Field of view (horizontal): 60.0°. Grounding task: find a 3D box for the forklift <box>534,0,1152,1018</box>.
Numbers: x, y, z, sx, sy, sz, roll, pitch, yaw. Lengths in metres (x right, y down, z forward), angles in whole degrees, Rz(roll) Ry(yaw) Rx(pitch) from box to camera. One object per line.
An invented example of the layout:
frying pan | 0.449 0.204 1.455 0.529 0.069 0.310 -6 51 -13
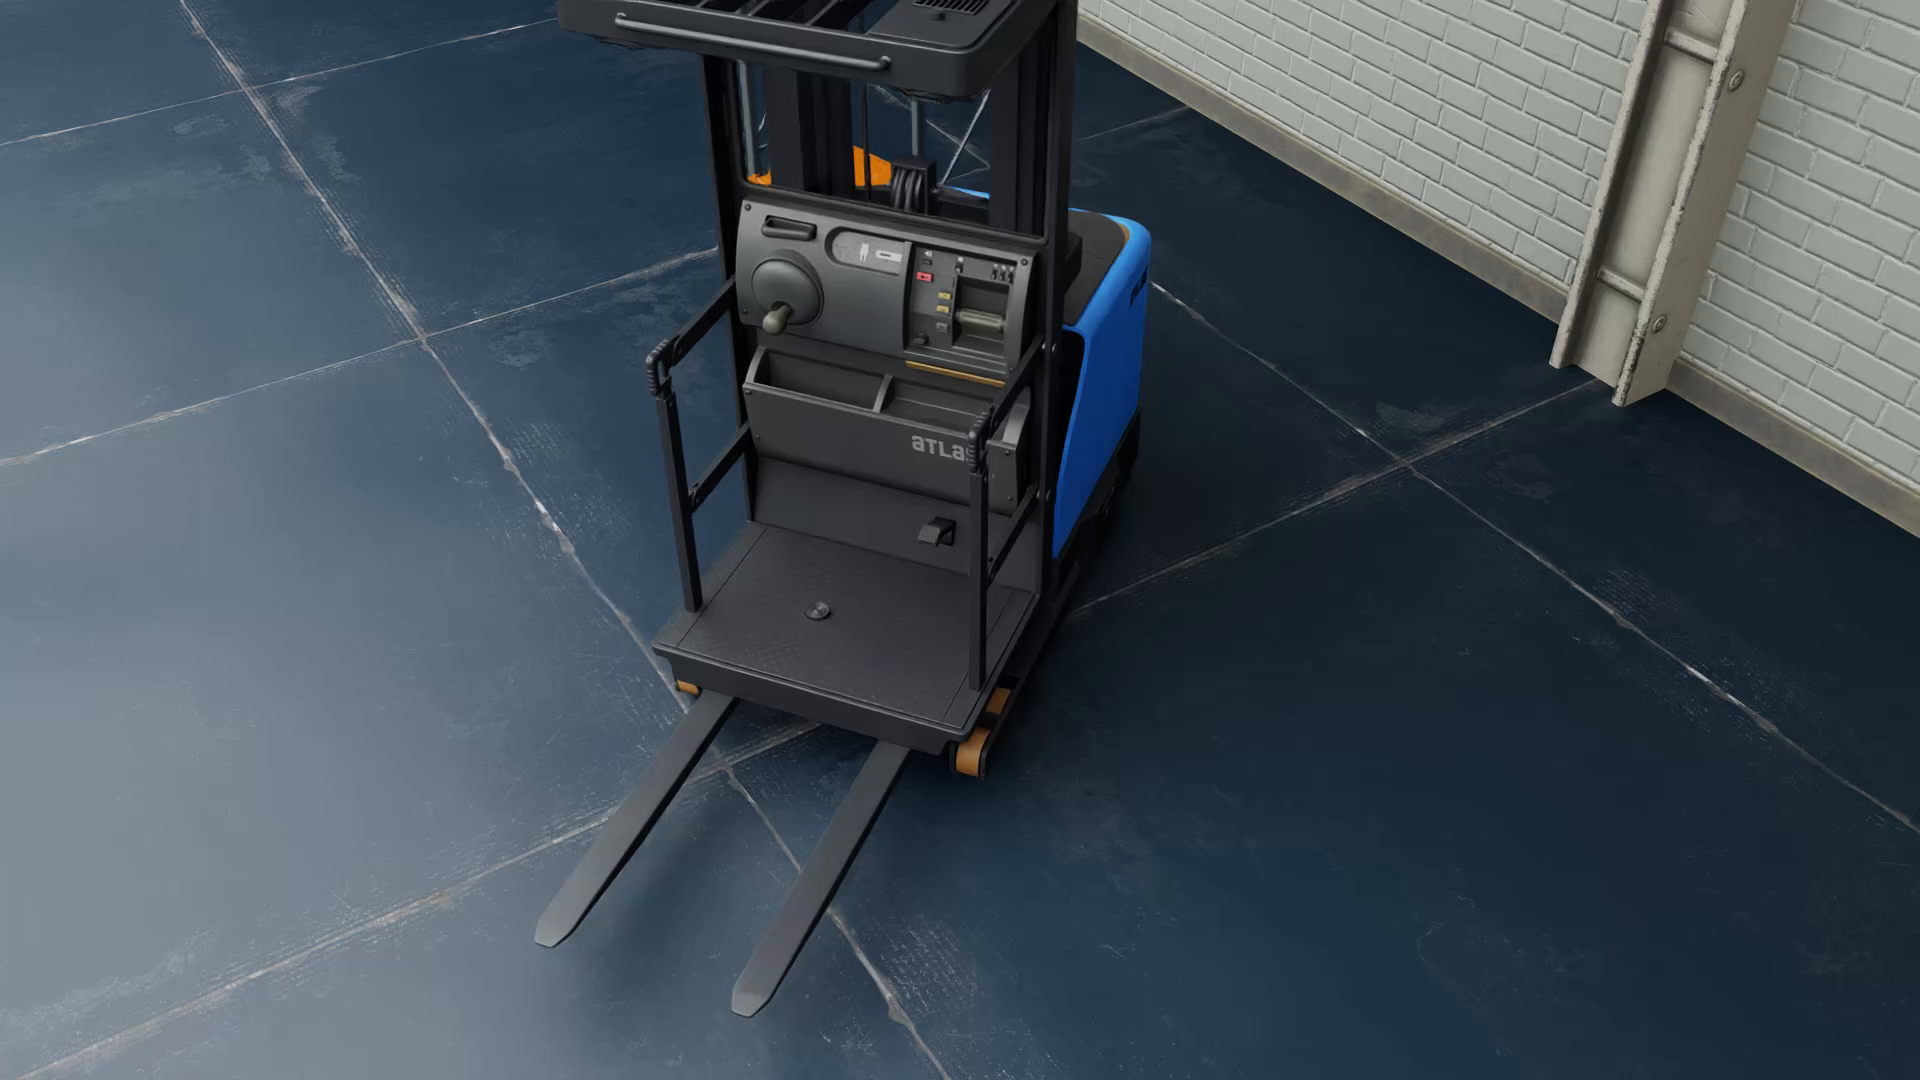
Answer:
forklift | -0.311 -0.674 4.769 1.130 2.935 3.031 14 42 16

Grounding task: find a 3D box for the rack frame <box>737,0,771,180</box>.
rack frame | -0.706 -1.747 7.175 0.500 1.500 0.032 -32 50 -33

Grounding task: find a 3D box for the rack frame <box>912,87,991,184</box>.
rack frame | 0.010 -1.285 6.621 0.500 1.500 0.032 -32 50 -33

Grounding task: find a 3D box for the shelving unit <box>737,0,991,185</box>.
shelving unit | -0.341 -1.512 6.893 0.587 1.500 1.083 -32 50 -33

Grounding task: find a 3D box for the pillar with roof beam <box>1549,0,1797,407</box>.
pillar with roof beam | -0.859 -2.685 2.443 9.100 9.000 0.400 -22 45 -24

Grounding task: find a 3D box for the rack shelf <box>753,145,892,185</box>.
rack shelf | -0.348 -1.378 7.013 0.538 0.185 1.000 -32 50 -33
